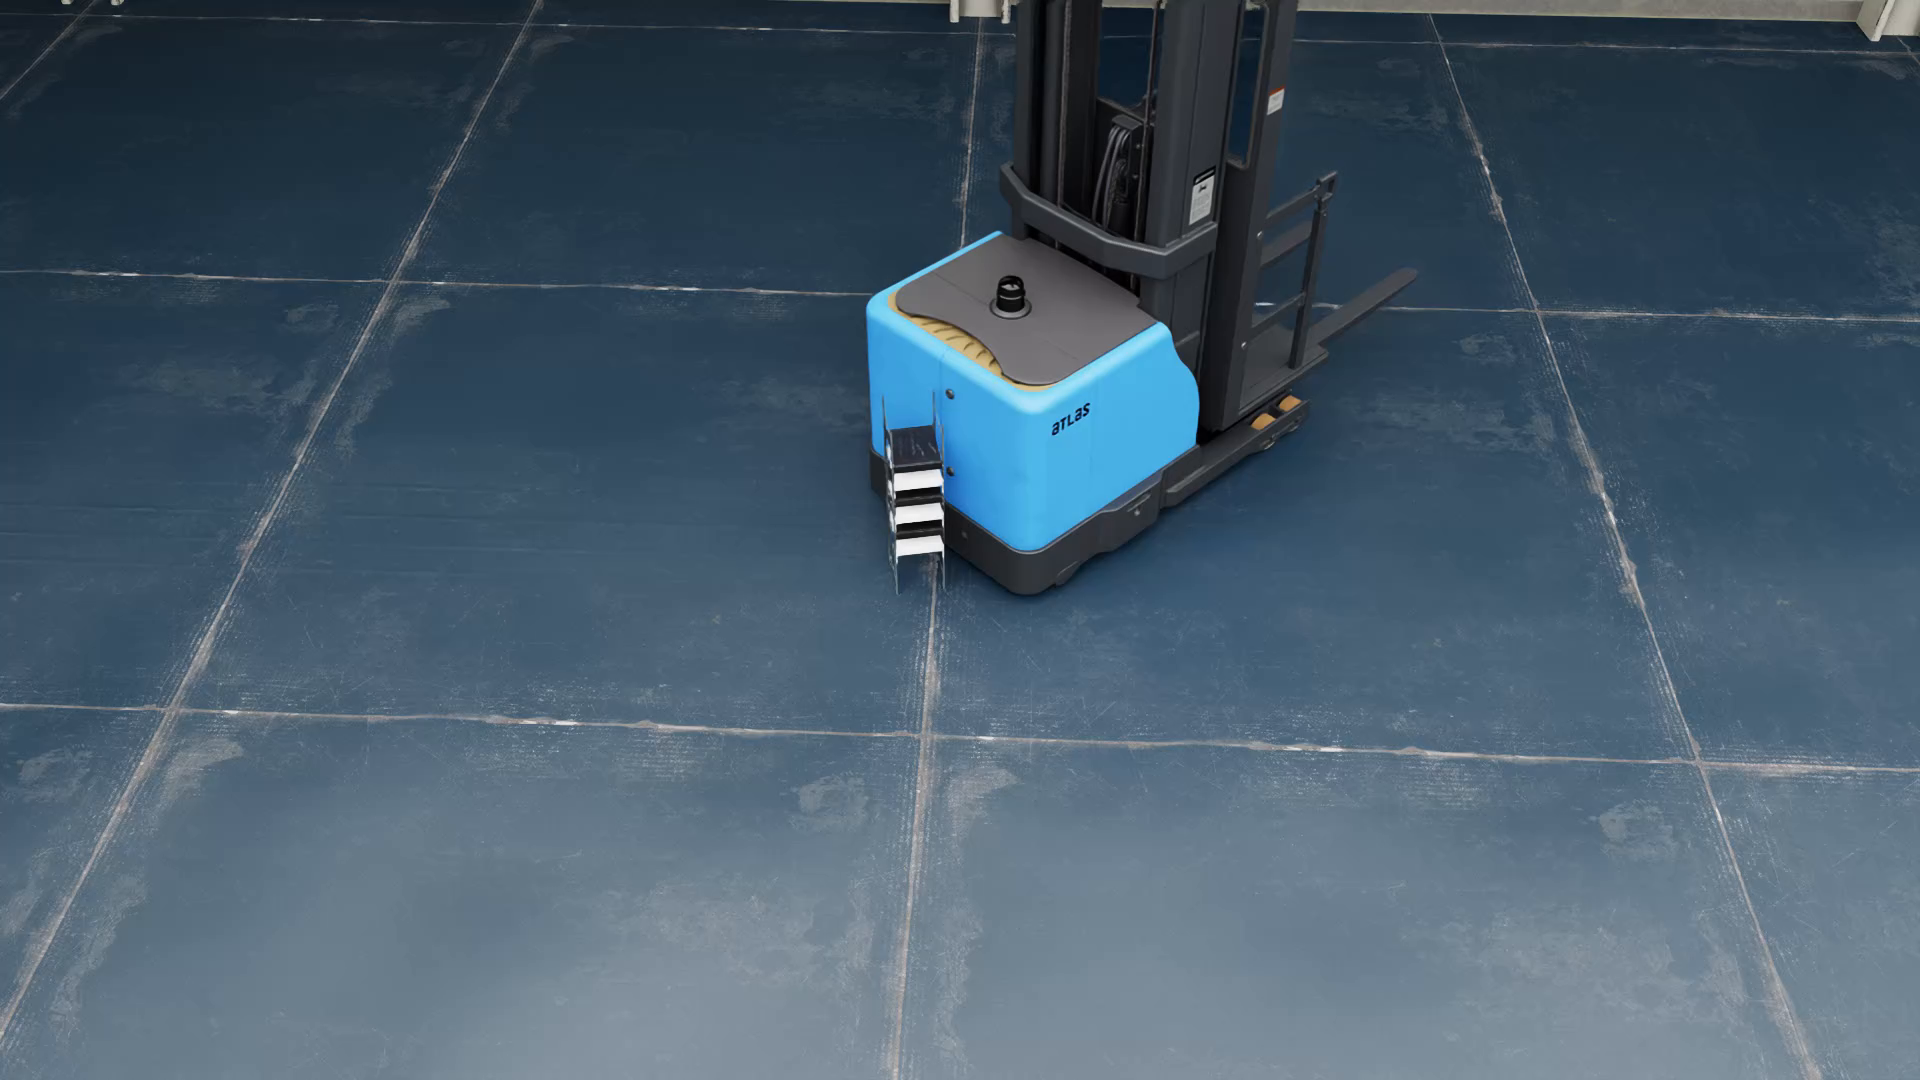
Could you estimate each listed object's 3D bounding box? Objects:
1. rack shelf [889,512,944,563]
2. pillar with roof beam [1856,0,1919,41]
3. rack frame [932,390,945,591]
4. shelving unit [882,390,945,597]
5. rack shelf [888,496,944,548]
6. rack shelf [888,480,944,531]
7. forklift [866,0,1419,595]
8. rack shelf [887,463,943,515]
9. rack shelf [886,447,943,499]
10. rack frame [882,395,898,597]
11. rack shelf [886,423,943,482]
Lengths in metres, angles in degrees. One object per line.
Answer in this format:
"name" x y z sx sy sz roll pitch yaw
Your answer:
"rack shelf" -0.187 -0.025 7.015 0.200 0.077 0.258 -7 43 -7
"pillar with roof beam" 5.938 -3.710 4.716 0.400 9.000 9.100 2 43 2
"rack frame" -0.087 -0.193 6.882 0.006 0.900 0.240 -7 43 -7
"shelving unit" -0.187 -0.181 6.869 0.210 0.900 0.258 -7 43 -7
"rack shelf" -0.187 -0.091 6.953 0.200 0.077 0.258 -7 43 -7
"rack shelf" -0.187 -0.156 6.892 0.200 0.077 0.258 -7 43 -7
"forklift" 1.013 -1.729 7.041 3.031 2.935 1.130 -33 52 -30
"rack shelf" -0.187 -0.222 6.831 0.200 0.077 0.258 -7 43 -7
"rack shelf" -0.187 -0.288 6.769 0.200 0.077 0.258 -7 43 -7
"rack frame" -0.287 -0.169 6.856 0.006 0.900 0.240 -7 43 -7
"rack shelf" -0.187 -0.354 6.708 0.200 0.077 0.258 -7 43 -7
